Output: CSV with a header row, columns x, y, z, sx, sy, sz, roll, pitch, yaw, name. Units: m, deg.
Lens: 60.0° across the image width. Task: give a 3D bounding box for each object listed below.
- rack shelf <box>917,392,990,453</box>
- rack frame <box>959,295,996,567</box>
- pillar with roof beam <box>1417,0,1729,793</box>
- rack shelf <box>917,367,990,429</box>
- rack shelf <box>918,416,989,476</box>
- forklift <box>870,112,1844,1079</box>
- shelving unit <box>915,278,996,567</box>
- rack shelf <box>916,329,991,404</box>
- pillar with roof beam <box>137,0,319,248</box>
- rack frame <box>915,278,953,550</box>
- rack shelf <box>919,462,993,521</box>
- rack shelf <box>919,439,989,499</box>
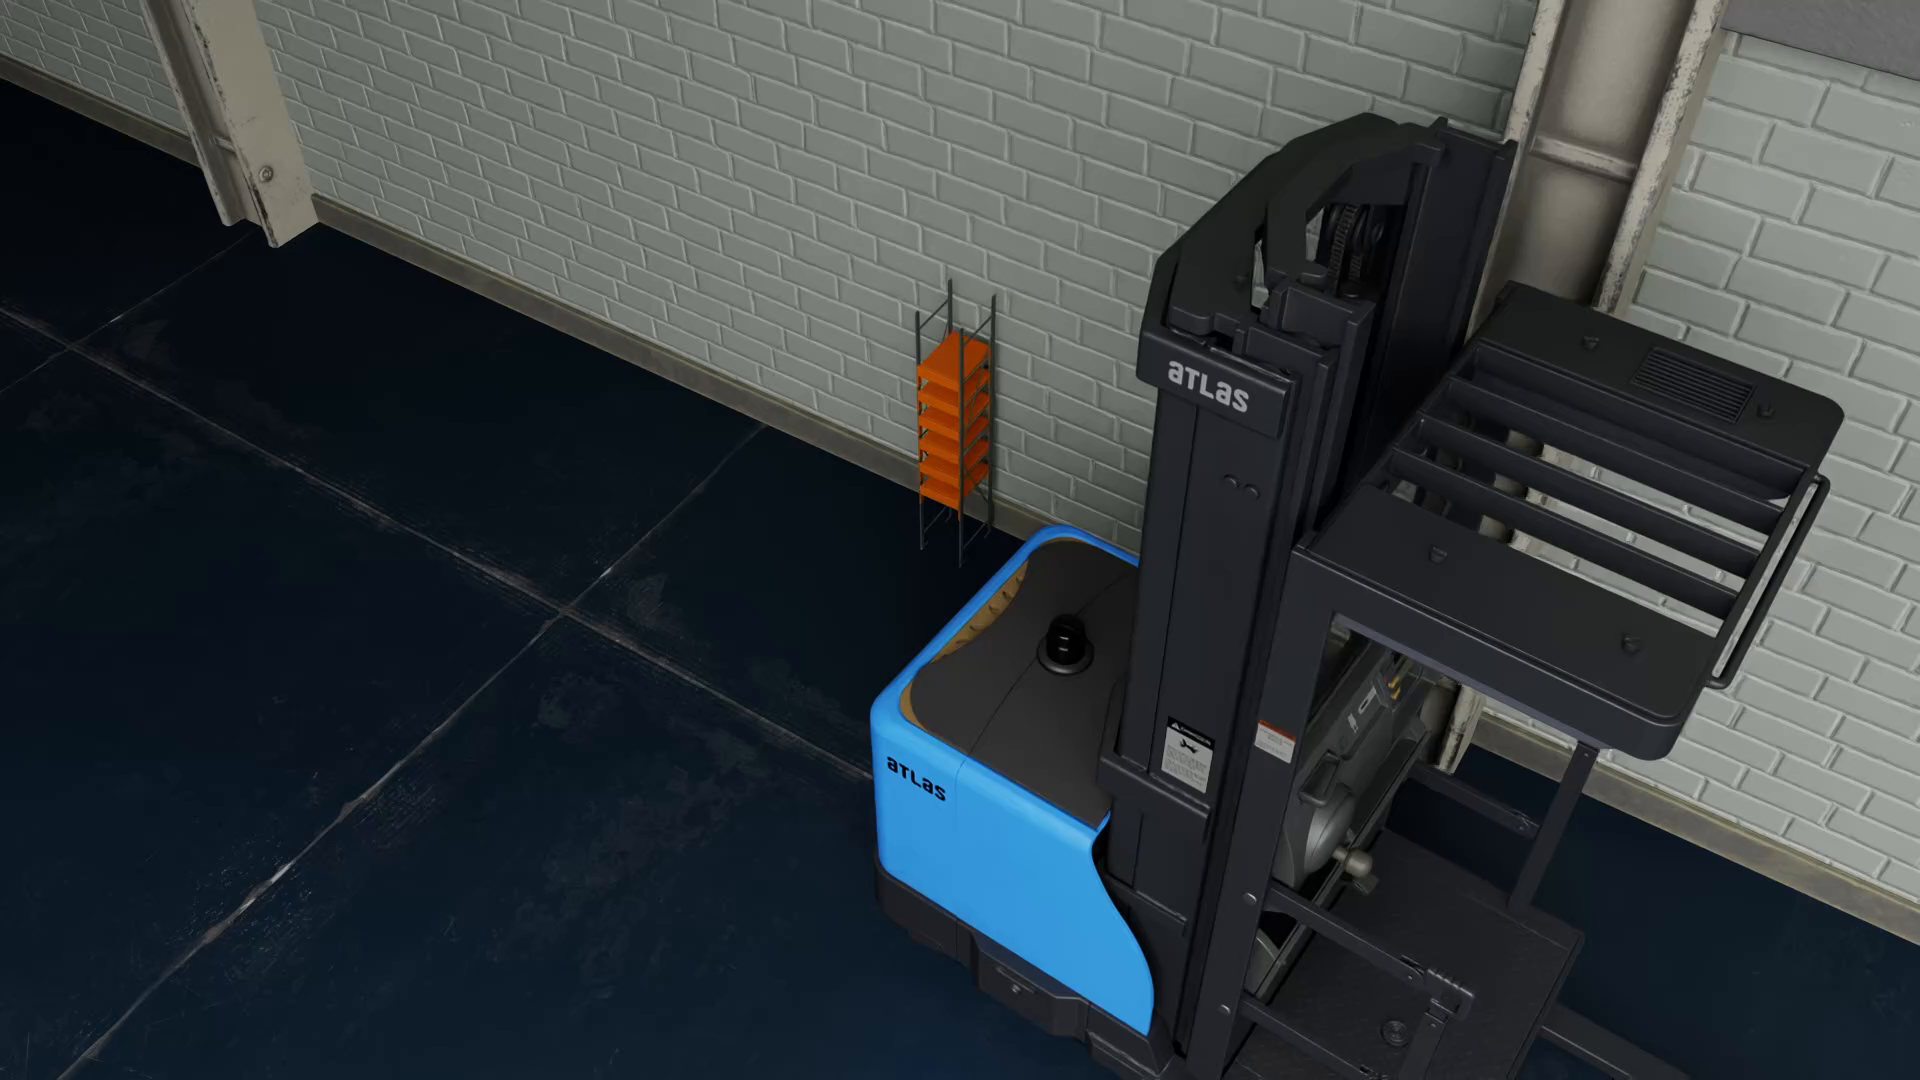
x,y,z,sx,sy,sz,roll,pitch,yaw,name
-0.015,-0.470,6.265,0.180,0.103,0.258,24,50,21,rack shelf
0.063,-0.383,6.285,0.006,1.200,0.240,24,50,21,rack frame
-0.703,0.190,0.290,0.400,9.000,9.100,25,51,22,pillar with roof beam
-0.015,-0.554,6.179,0.180,0.103,0.258,24,50,21,rack shelf
-0.015,-0.386,6.351,0.180,0.103,0.258,24,50,21,rack shelf
1.215,0.549,4.173,3.031,2.935,1.130,27,52,24,forklift
-0.015,-0.417,6.319,0.189,1.200,0.258,24,50,21,shelving unit
-0.015,-0.637,6.093,0.180,0.103,0.258,24,50,21,rack shelf
-5.754,-2.133,2.548,0.400,9.000,9.100,25,51,22,pillar with roof beam
-0.093,-0.452,6.352,0.006,1.200,0.240,24,50,21,rack frame
-0.015,-0.219,6.523,0.180,0.103,0.258,24,50,21,rack shelf
-0.015,-0.303,6.437,0.180,0.103,0.258,24,50,21,rack shelf
